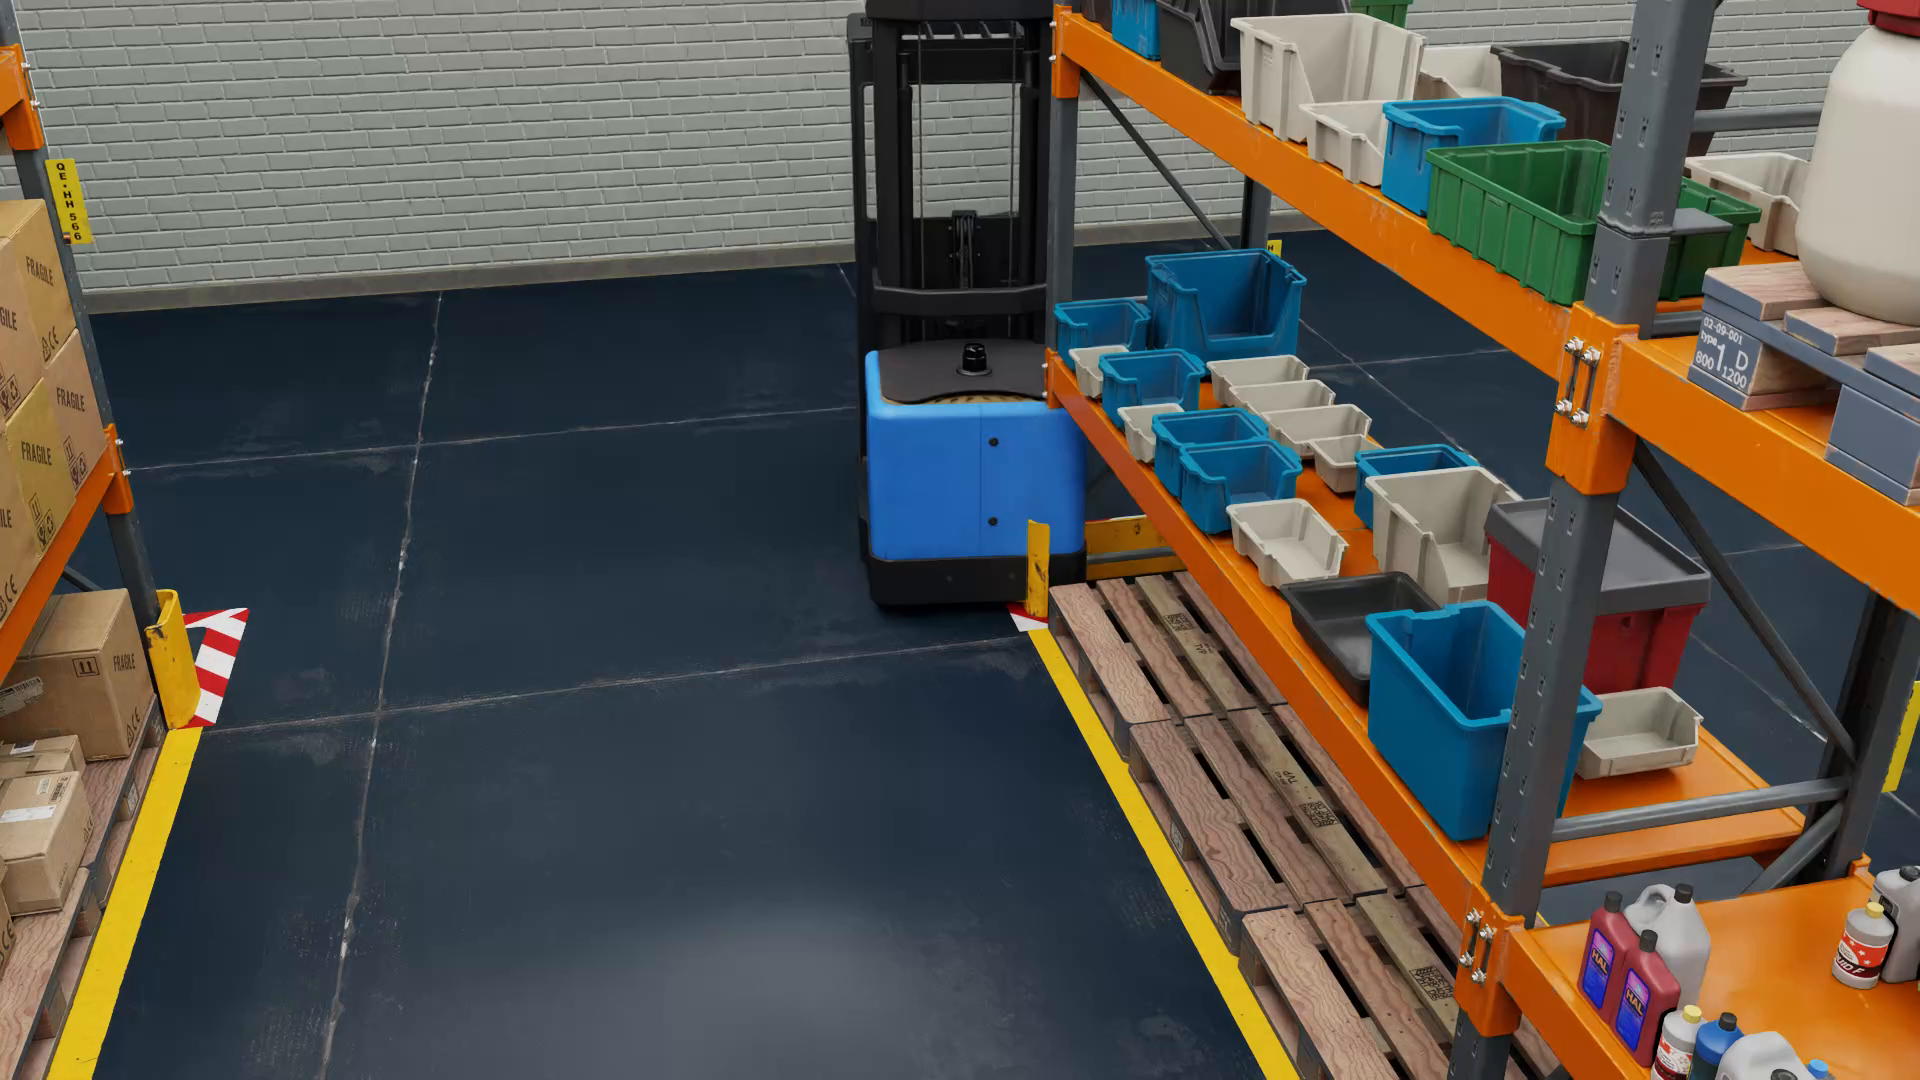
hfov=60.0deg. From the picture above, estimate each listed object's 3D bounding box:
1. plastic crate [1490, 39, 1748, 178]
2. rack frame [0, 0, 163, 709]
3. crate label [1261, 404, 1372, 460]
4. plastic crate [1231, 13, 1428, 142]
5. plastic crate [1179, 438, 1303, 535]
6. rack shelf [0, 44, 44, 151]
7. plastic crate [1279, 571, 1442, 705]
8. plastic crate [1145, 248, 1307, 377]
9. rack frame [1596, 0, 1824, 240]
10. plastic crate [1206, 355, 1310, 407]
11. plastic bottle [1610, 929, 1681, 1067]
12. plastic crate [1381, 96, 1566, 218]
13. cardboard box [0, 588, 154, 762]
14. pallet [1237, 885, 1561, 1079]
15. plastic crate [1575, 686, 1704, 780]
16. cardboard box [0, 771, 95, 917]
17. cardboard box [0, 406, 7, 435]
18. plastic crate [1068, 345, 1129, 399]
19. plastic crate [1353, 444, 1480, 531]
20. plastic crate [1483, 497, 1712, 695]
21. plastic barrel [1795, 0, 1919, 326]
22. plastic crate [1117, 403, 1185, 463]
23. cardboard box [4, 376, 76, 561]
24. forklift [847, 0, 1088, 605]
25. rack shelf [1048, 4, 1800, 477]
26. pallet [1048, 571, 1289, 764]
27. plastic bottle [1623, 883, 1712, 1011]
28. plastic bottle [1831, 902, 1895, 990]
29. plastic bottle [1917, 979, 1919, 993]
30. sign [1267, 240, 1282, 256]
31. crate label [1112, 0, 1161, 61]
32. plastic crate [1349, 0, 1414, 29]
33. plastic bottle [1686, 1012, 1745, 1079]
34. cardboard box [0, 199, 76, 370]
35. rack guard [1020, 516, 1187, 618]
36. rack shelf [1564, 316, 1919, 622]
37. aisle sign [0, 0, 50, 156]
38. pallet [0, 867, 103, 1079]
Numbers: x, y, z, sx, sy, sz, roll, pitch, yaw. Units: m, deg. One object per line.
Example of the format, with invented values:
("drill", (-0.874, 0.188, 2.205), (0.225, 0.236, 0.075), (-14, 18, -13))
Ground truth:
("plastic crate", (1.776, -1.182, 4.579), (0.497, 0.269, 0.590), (-6, 27, -12))
("rack frame", (-3.939, -0.583, 6.575), (1.000, 3.000, 0.127), (-6, 27, -12))
("crate label", (1.386, -0.405, 6.449), (0.396, 0.136, 0.243), (-6, 27, -12))
("plastic crate", (1.087, -1.366, 4.930), (0.437, 0.282, 0.530), (-6, 27, -12))
("plastic crate", (0.987, -0.184, 5.906), (0.416, 0.233, 0.300), (-6, 27, -12))
("rack shelf", (-3.488, -0.723, 4.322), (1.077, 0.370, 4.000), (-6, 27, -12))
("plastic crate", (1.275, 0.304, 5.057), (0.437, 0.125, 0.590), (-6, 27, -12))
("plastic crate", (1.145, -0.998, 7.293), (0.616, 0.435, 0.499), (-6, 27, -12))
("rack frame", (1.789, -2.006, 2.738), (1.000, 3.000, 0.127), (-6, 27, -12))
("plastic crate", (1.248, -0.653, 6.942), (0.396, 0.136, 0.243), (-6, 27, -12))
("plastic bottle", (1.486, 0.987, 3.595), (0.061, 0.283, 0.133), (-6, 27, -12))
("plastic crate", (1.273, -0.960, 4.179), (0.416, 0.233, 0.300), (-6, 27, -12))
("cardboard box", (-3.576, 0.551, 6.616), (0.500, 0.500, 0.500), (-6, 27, -12))
("pallet", (1.586, 1.598, 5.350), (1.003, 0.211, 1.213), (-6, 27, -12))
("plastic crate", (1.824, 0.544, 4.569), (0.396, 0.136, 0.243), (-6, 27, -12))
("cardboard box", (-3.392, 1.082, 5.840), (0.500, 0.250, 0.500), (-6, 27, -12))
("cardboard box", (-3.335, -0.457, 5.106), (0.500, 0.500, 0.500), (-5, 27, -10))
("plastic crate", (0.614, -0.702, 7.038), (0.250, 0.136, 0.298), (-6, 27, -12))
("plastic crate", (1.600, -0.160, 5.858), (0.416, 0.233, 0.300), (-6, 27, -12))
("plastic crate", (1.832, 0.199, 4.889), (0.402, 0.464, 0.583), (-6, 27, -12))
("plastic barrel", (1.664, -0.659, 2.780), (0.433, 0.535, 0.433), (0, 27, 0))
("plastic crate", (0.767, -0.404, 6.448), (0.250, 0.136, 0.298), (-6, 27, -12))
("cardboard box", (-3.452, -0.231, 5.767), (0.500, 0.500, 0.500), (-6, 27, -11))
("forklift", (-0.012, -1.626, 8.718), (1.130, 2.935, 3.031), (-2, 27, -4))
("rack shelf", (1.339, -1.224, 5.315), (1.077, 0.370, 4.000), (-6, 27, -12))
("pallet", (1.036, 0.527, 7.472), (1.003, 0.211, 1.213), (-6, 27, -12))
("plastic bottle", (1.562, 0.899, 3.694), (0.144, 0.351, 0.185), (-6, 27, -12))
("plastic bottle", (2.076, 0.922, 3.815), (0.097, 0.201, 0.097), (0, 27, 0))
("plastic bottle", (2.246, 0.949, 3.761), (0.097, 0.201, 0.097), (0, 27, 0))
("sign", (1.420, -1.220, 7.657), (0.100, 0.325, 0.005), (-6, 27, -12))
("crate label", (0.781, -1.919, 6.059), (0.408, 0.251, 0.502), (-6, 27, -12))
("plastic crate", (1.388, -1.924, 6.140), (0.450, 0.188, 0.336), (-6, 27, -12))
("plastic bottle", (1.552, 1.084, 3.416), (0.097, 0.271, 0.097), (0, 27, 0))
("cardboard box", (-3.571, -0.906, 5.996), (0.500, 0.500, 0.500), (-6, 27, -12))
("rack guard", (0.870, 0.023, 8.150), (1.175, 0.500, 0.348), (-6, 27, -12))
("rack shelf", (2.240, 0.532, 1.836), (1.077, 0.370, 4.000), (-6, 27, -12))
("aisle sign", (-3.656, -1.804, 6.111), (0.394, 0.787, 0.004), (-6, 27, -12))
("pallet", (-3.470, 1.580, 5.385), (1.003, 0.211, 1.213), (-6, 27, -12))
